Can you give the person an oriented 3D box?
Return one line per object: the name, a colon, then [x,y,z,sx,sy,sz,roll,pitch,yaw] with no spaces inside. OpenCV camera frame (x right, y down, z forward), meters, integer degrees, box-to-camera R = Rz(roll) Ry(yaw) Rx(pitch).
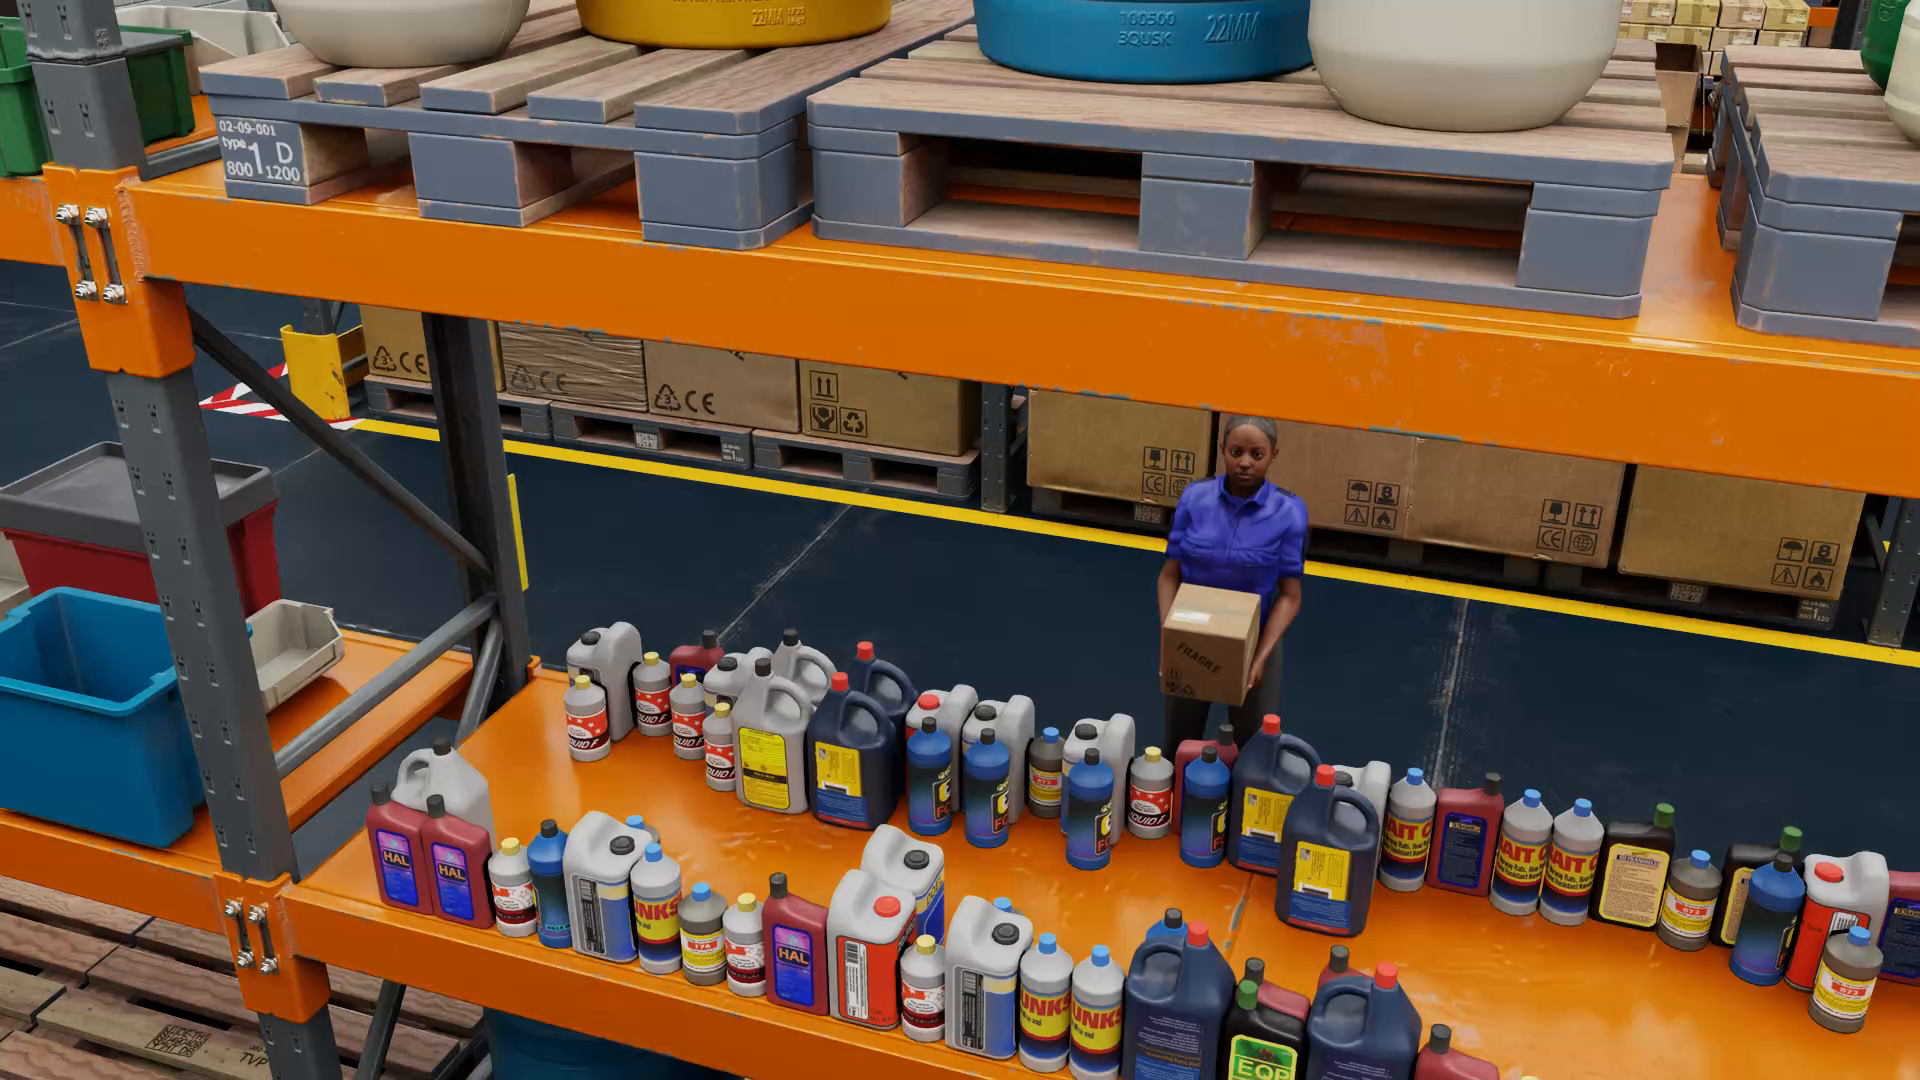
person: [0.829,0.404,5.304,0.455,1.638,0.509,9,27,17]
